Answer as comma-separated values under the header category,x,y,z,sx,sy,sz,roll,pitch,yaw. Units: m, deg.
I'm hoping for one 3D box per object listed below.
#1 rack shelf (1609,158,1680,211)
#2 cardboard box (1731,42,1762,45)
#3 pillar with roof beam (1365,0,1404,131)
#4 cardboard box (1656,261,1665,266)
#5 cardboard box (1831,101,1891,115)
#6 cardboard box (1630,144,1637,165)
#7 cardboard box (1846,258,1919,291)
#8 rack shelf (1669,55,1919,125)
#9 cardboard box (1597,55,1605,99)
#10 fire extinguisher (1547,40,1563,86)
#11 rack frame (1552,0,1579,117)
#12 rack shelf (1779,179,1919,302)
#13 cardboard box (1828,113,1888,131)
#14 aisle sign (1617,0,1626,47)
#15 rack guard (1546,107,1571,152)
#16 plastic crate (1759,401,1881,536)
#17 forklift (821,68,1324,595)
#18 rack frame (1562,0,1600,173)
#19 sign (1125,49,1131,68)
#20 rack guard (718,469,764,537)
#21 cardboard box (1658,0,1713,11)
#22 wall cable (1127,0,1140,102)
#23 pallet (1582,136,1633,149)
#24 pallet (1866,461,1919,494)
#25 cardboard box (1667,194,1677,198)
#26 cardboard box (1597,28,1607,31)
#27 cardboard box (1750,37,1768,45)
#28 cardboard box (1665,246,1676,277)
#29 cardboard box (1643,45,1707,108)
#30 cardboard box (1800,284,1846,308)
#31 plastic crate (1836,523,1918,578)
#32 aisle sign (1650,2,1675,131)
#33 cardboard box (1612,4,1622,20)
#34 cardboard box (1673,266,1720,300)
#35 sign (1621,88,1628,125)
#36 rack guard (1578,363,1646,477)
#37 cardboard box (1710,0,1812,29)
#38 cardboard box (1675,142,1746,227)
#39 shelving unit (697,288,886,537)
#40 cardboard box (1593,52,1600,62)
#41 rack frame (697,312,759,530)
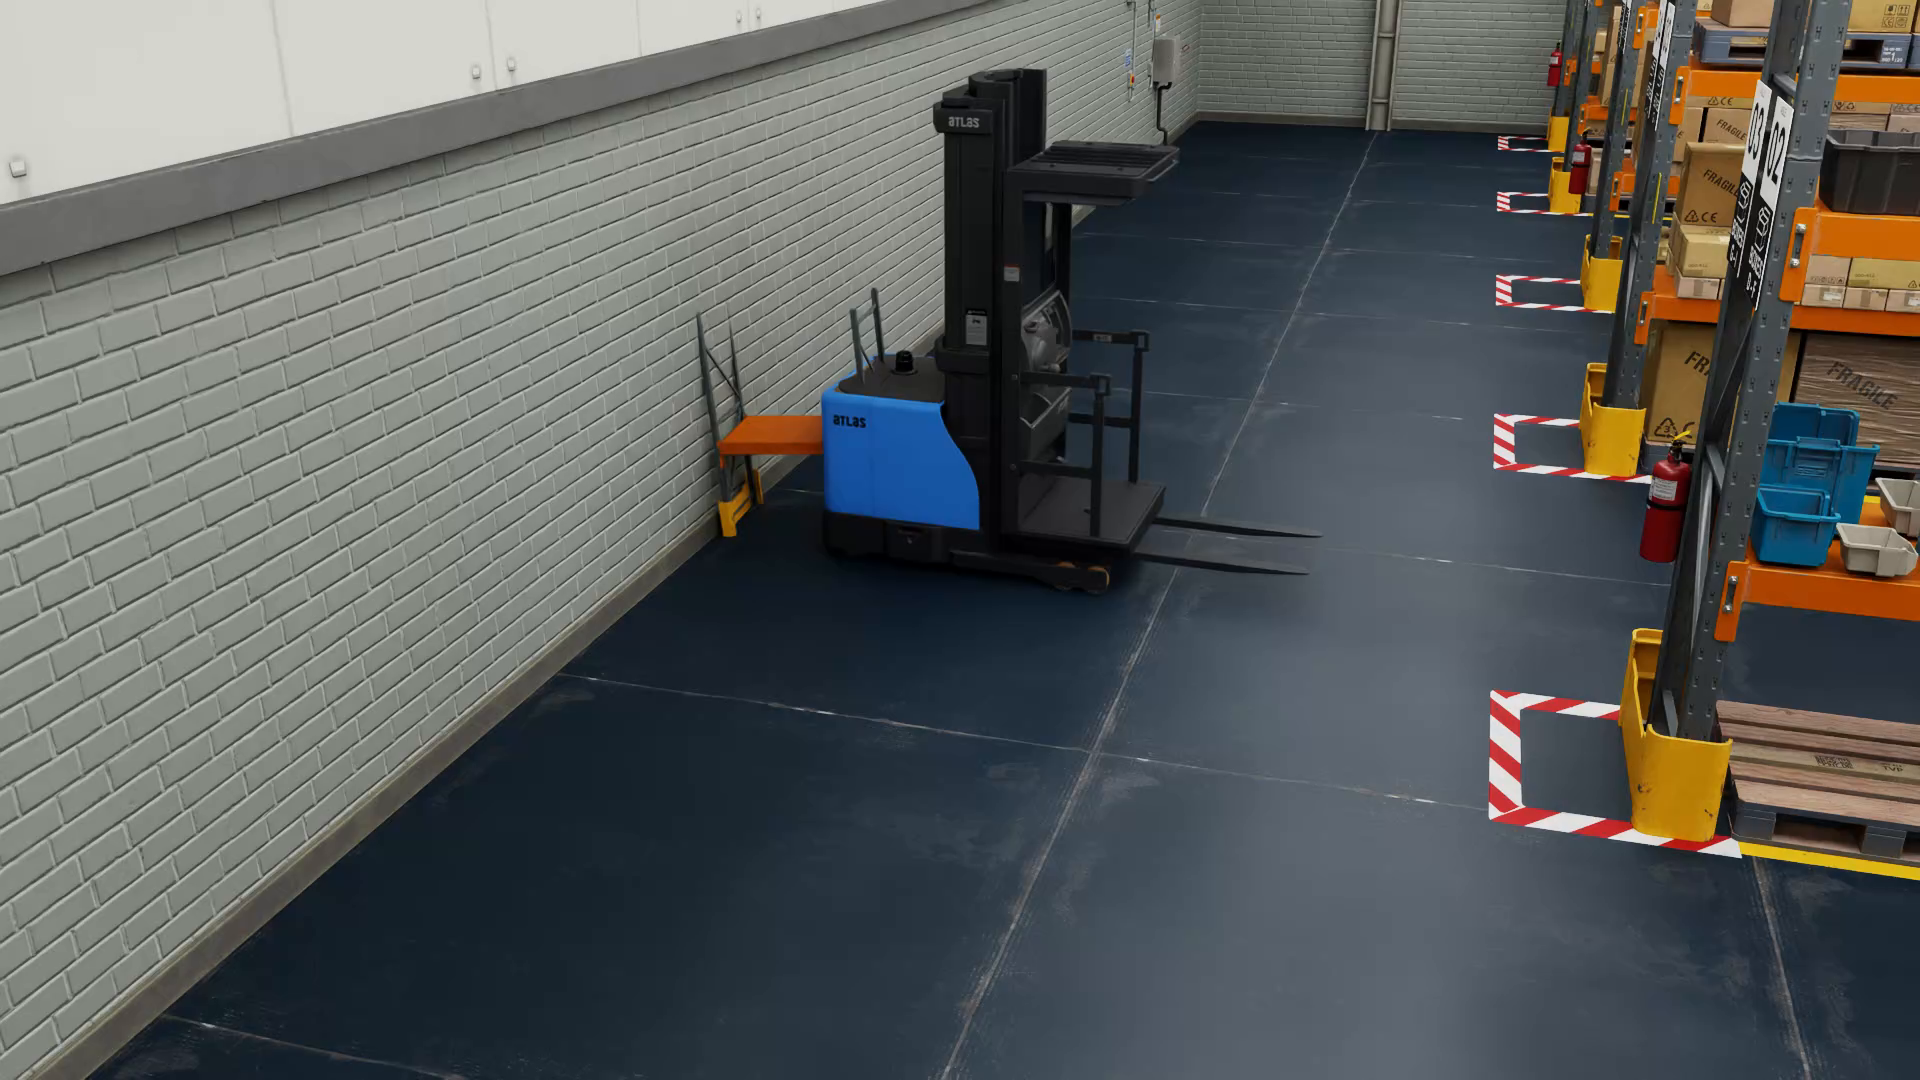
category,x,y,z,sx,sy,sz,roll,pitch,yaw
rack shelf,8.285,-3.295,15.799,4.000,0.370,1.077,7,23,16
cardboard box,7.365,-4.478,15.894,0.500,0.500,0.500,6,23,14
pillar with roof beam,5.569,-9.295,21.573,0.400,9.000,9.100,7,23,16
cardboard box,6.798,-2.710,16.234,0.250,0.149,0.380,8,23,18
cardboard box,8.189,-4.175,15.155,0.500,0.500,0.500,6,23,14
cardboard box,6.764,-3.798,16.408,0.250,0.149,0.380,7,23,16
cardboard box,6.202,-1.863,11.165,0.500,0.250,0.500,6,23,14
rack shelf,6.755,-2.892,10.863,4.000,0.370,1.077,7,23,16
cardboard box,8.242,-5.746,20.695,0.500,0.500,0.500,7,23,16
fire extinguisher,8.859,-7.101,24.721,0.183,0.674,0.296,7,23,16
rack frame,9.133,-7.461,25.006,0.127,3.000,1.000,7,23,16
rack shelf,5.325,-1.092,6.476,4.000,0.370,1.077,7,23,16
cardboard box,8.195,-3.720,15.363,0.500,0.500,0.500,6,23,14
aisle sign,6.387,-5.167,15.989,0.004,0.787,0.394,7,23,16
rack guard,9.206,-6.296,25.460,0.348,0.500,1.175,7,23,16
plastic crate,3.785,-0.332,7.501,0.499,0.435,0.616,7,23,16
forklift,0.709,-1.256,9.969,3.031,2.935,1.130,7,23,17
rack frame,7.703,-5.657,20.608,0.127,3.000,1.000,7,23,16
sign,2.226,-6.381,22.017,0.001,0.218,0.327,7,23,16
rack guard,-1.451,-0.245,11.037,0.087,0.250,0.587,1,24,14
cardboard box,6.726,-5.024,15.310,0.500,0.250,0.500,7,23,17
wall cable,2.298,-6.751,21.896,0.123,1.953,0.585,7,23,16
pallet,9.970,-6.075,25.303,1.213,0.211,1.003,7,23,16
pallet,6.793,-0.572,11.888,1.213,0.211,1.003,7,23,16
cardboard box,9.243,-4.532,20.690,0.875,0.438,0.875,7,23,17
cardboard box,9.651,-7.575,25.090,0.500,0.250,0.500,7,23,17
cardboard box,9.550,-5.848,19.624,0.500,0.500,0.500,7,23,16
cardboard box,5.277,-2.021,12.075,0.250,0.149,0.380,7,23,17
cardboard box,6.723,-4.348,15.576,0.500,0.500,0.500,6,23,15
cardboard box,5.827,-1.698,11.287,0.250,0.149,0.380,6,23,15
plastic crate,3.834,0.049,6.965,0.298,0.136,0.250,7,23,16
aisle sign,4.685,-3.158,11.091,0.004,0.787,0.394,7,23,16
cardboard box,7.963,-6.326,19.936,0.250,0.149,0.380,7,23,17
cardboard box,5.085,-1.781,11.491,0.250,0.149,0.380,7,23,16
sign,6.214,-4.051,15.552,0.005,0.325,0.100,7,23,16
rack guard,4.818,-0.902,12.311,0.348,0.500,1.175,7,23,16
cardboard box,5.354,-3.693,11.052,0.500,0.500,0.700,5,23,12
cardboard box,5.383,-2.514,11.763,0.500,0.500,0.500,7,23,16
shelving unit,-1.026,-0.808,10.662,1.083,1.500,0.587,1,24,14
cardboard box,9.369,-7.209,24.723,0.250,0.149,0.380,6,23,15
rack frame,-1.509,-0.815,10.787,0.032,1.500,0.500,1,24,14
